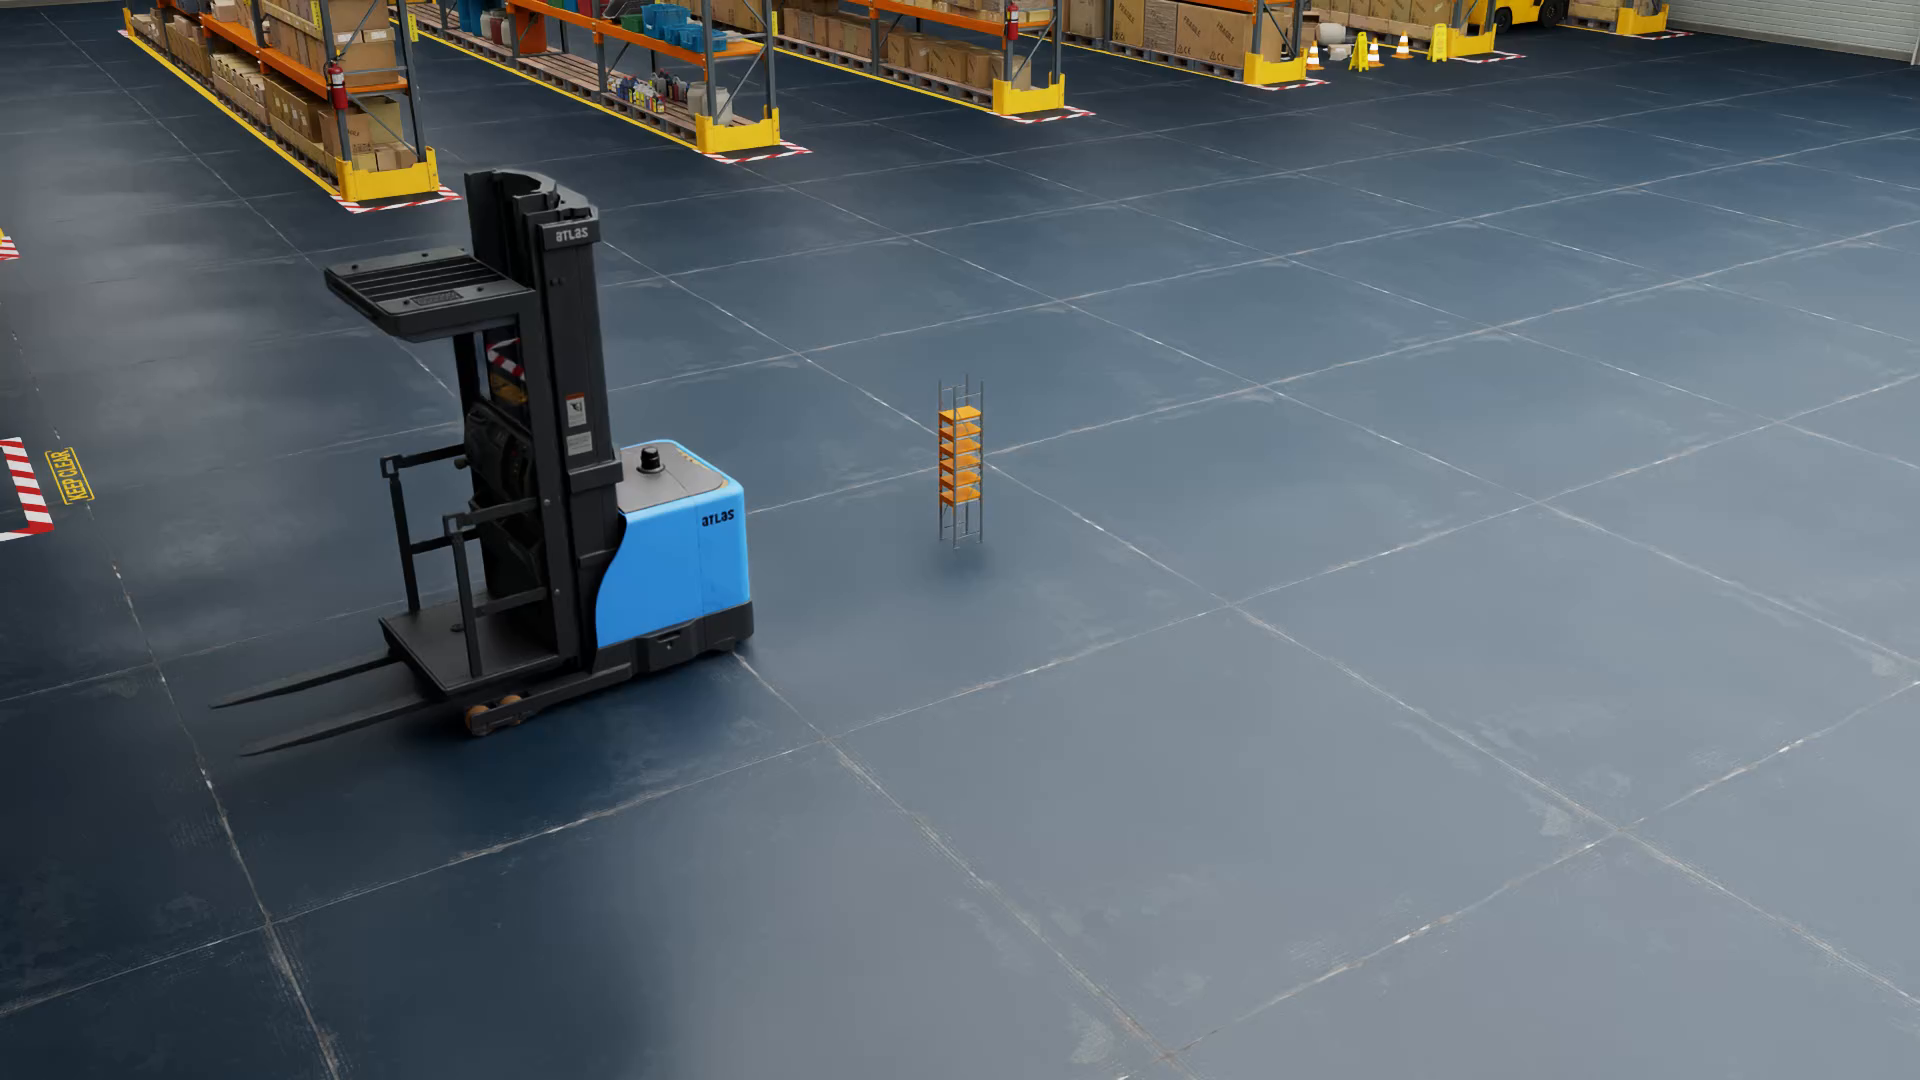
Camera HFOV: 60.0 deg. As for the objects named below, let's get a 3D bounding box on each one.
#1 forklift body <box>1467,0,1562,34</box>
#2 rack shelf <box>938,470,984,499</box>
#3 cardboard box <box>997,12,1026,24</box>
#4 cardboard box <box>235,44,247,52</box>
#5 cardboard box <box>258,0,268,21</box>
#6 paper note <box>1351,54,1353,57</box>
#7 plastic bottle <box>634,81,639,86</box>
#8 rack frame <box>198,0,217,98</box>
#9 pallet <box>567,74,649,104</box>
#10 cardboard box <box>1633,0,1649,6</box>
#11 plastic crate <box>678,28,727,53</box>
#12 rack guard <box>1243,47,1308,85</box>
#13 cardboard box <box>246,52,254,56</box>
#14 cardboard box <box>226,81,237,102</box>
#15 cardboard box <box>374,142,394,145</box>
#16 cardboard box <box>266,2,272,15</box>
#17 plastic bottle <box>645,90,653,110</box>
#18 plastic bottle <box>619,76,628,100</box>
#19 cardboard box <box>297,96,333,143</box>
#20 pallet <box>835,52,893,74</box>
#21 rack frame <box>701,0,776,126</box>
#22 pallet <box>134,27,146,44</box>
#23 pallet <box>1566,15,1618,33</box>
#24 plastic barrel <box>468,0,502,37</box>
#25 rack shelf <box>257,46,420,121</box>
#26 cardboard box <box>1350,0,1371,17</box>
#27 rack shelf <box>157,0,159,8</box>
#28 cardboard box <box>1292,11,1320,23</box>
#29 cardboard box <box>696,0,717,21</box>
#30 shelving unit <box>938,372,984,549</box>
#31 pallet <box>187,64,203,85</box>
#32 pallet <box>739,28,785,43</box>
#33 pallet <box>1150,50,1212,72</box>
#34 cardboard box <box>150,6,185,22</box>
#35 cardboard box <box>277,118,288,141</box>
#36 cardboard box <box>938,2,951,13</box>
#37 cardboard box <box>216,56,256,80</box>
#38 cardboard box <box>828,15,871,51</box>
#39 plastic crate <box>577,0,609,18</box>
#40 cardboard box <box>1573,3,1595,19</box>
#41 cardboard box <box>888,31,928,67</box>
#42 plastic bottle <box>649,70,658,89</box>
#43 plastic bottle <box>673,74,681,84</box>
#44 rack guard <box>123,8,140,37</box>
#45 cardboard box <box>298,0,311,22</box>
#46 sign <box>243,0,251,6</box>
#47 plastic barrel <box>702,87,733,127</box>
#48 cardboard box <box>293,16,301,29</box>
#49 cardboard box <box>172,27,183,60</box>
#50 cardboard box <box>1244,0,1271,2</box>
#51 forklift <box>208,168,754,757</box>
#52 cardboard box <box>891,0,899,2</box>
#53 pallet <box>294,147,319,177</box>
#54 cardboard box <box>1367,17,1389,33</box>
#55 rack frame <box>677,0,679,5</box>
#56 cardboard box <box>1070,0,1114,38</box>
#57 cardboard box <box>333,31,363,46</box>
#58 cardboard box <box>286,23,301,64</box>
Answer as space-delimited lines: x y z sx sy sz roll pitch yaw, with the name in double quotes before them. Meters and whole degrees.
"forklift body" 11.008 -11.379 33.297 2.313 2.155 1.214 -16 29 -30
"rack shelf" 0.008 -0.389 11.516 0.258 0.103 0.180 -16 29 -30
"cardboard box" 0.784 -7.983 25.402 0.380 0.149 0.250 -16 29 -30
"cardboard box" -11.566 -7.894 27.334 0.500 0.500 0.500 -14 29 -27
"cardboard box" -10.067 -7.678 24.346 0.500 0.500 0.500 -13 28 -26
"paper note" 7.232 -8.883 30.494 0.142 0.019 0.148 18 31 33
"plastic bottle" -4.948 -6.875 25.442 0.097 0.271 0.097 0 25 0
"rack frame" -11.557 -8.596 26.409 1.000 3.000 0.127 -16 29 -30
"pallet" -5.682 -7.330 26.991 1.003 0.211 1.213 -16 29 -30
"cardboard box" 13.489 -10.899 33.429 0.500 0.250 0.500 -15 29 -29
"plastic crate" -3.562 -6.930 23.053 0.499 0.251 0.616 -16 29 -30
"rack guard" 5.336 -8.023 28.122 1.175 0.500 0.348 -16 29 -30
"cardboard box" -11.065 -7.667 26.511 0.500 0.311 0.500 -15 29 -28
"cardboard box" -10.953 -6.923 25.593 0.500 0.250 0.500 -16 30 -31
"cardboard box" -7.572 -5.103 21.738 0.500 0.250 0.500 -16 29 -30
"cardboard box" -9.252 -7.273 22.729 0.380 0.149 0.250 -15 29 -29
"plastic bottle" -4.598 -6.556 24.762 0.152 0.276 0.135 -16 30 -31
"plastic bottle" -5.128 -6.934 25.475 0.144 0.351 0.185 -15 29 -28
"cardboard box" -8.290 -5.497 21.694 0.500 0.500 0.500 -16 29 -30
"pallet" -1.498 -8.490 29.450 1.003 0.211 1.213 -16 29 -30
"rack frame" -3.038 -6.888 22.790 1.000 3.000 0.127 -16 29 -30
"pallet" -15.447 -9.885 32.404 1.003 0.211 1.213 -16 29 -30
"pallet" 13.120 -10.513 33.734 1.003 0.211 1.213 -16 29 -30
"plastic barrel" -8.919 -9.969 31.283 0.600 0.901 0.708 -16 29 -30
"rack shelf" -8.282 -6.125 22.016 1.077 0.370 4.000 -16 29 -30
"cardboard box" 7.911 -10.420 32.121 0.500 0.500 0.500 -14 29 -27
"rack shelf" -14.832 -10.417 31.108 1.077 0.370 4.000 -16 29 -30
"cardboard box" 6.677 -9.953 32.207 0.500 0.500 0.500 3 25 6
"cardboard box" -4.584 -11.020 33.539 1.225 0.875 0.875 -17 30 -31
"shelving unit" 0.008 -0.537 11.445 0.258 1.200 0.189 -16 29 -30
"pallet" -12.595 -8.047 28.512 1.003 0.211 1.213 -16 29 -30
"pallet" -3.622 -9.942 32.526 1.003 0.211 1.213 -16 29 -30
"pallet" 4.159 -8.605 29.693 1.003 0.211 1.213 -16 29 -30
"cardboard box" -14.771 -9.768 31.299 0.797 0.503 0.637 -16 29 -30
"cardboard box" -9.106 -5.696 22.993 0.500 0.250 0.500 -16 29 -30
"cardboard box" -0.123 -8.495 26.487 0.380 0.149 0.250 -16 29 -30
"cardboard box" -11.223 -7.355 25.851 0.500 0.311 0.500 -16 30 -31
"cardboard box" -1.939 -9.141 29.975 0.700 0.500 0.500 -18 31 -34
"plastic crate" -5.742 -8.450 26.023 0.402 0.464 0.583 -16 29 -30
"cardboard box" 12.787 -10.731 33.659 0.500 0.250 0.500 -16 29 -30
"cardboard box" -0.887 -8.380 28.387 0.500 0.500 0.500 -17 30 -31
"plastic bottle" -4.749 -7.123 25.875 0.144 0.351 0.185 -16 29 -30
"plastic bottle" -4.347 -6.972 25.556 0.144 0.351 0.185 -16 29 -30
"rack guard" -15.883 -10.300 32.946 1.175 0.500 0.348 -16 29 -30
"cardboard box" -8.030 -6.923 21.226 0.700 0.500 0.500 -15 29 -29
"sign" -9.823 -7.524 22.872 0.100 0.325 0.005 -16 29 -30
"plastic barrel" -3.461 -6.171 23.692 0.421 0.512 0.421 0 25 0
"cardboard box" -8.407 -6.720 21.557 0.380 0.149 0.250 -16 30 -30
"cardboard box" -13.380 -8.678 28.994 0.500 0.500 0.500 -15 29 -29
"cardboard box" 5.083 -9.352 27.833 0.875 0.550 0.550 -16 29 -30
"forklift" -2.768 -0.479 9.293 3.031 2.935 1.130 -17 30 -32
"cardboard box" -0.921 -9.037 27.636 0.380 0.149 0.250 -16 29 -30
"pallet" -8.304 -5.174 22.425 1.003 0.211 1.213 -16 29 -30
"cardboard box" 8.182 -9.898 31.894 0.500 0.250 0.500 -17 30 -31
"rack frame" -5.439 -12.334 34.327 1.000 3.000 0.127 -16 29 -30
"cardboard box" 2.725 -9.966 31.454 1.050 0.750 0.750 -16 29 -30
"cardboard box" -7.558 -6.166 20.383 0.380 0.149 0.250 -16 30 -30
"cardboard box" -8.562 -6.686 22.245 0.700 0.500 0.500 -15 29 -29
